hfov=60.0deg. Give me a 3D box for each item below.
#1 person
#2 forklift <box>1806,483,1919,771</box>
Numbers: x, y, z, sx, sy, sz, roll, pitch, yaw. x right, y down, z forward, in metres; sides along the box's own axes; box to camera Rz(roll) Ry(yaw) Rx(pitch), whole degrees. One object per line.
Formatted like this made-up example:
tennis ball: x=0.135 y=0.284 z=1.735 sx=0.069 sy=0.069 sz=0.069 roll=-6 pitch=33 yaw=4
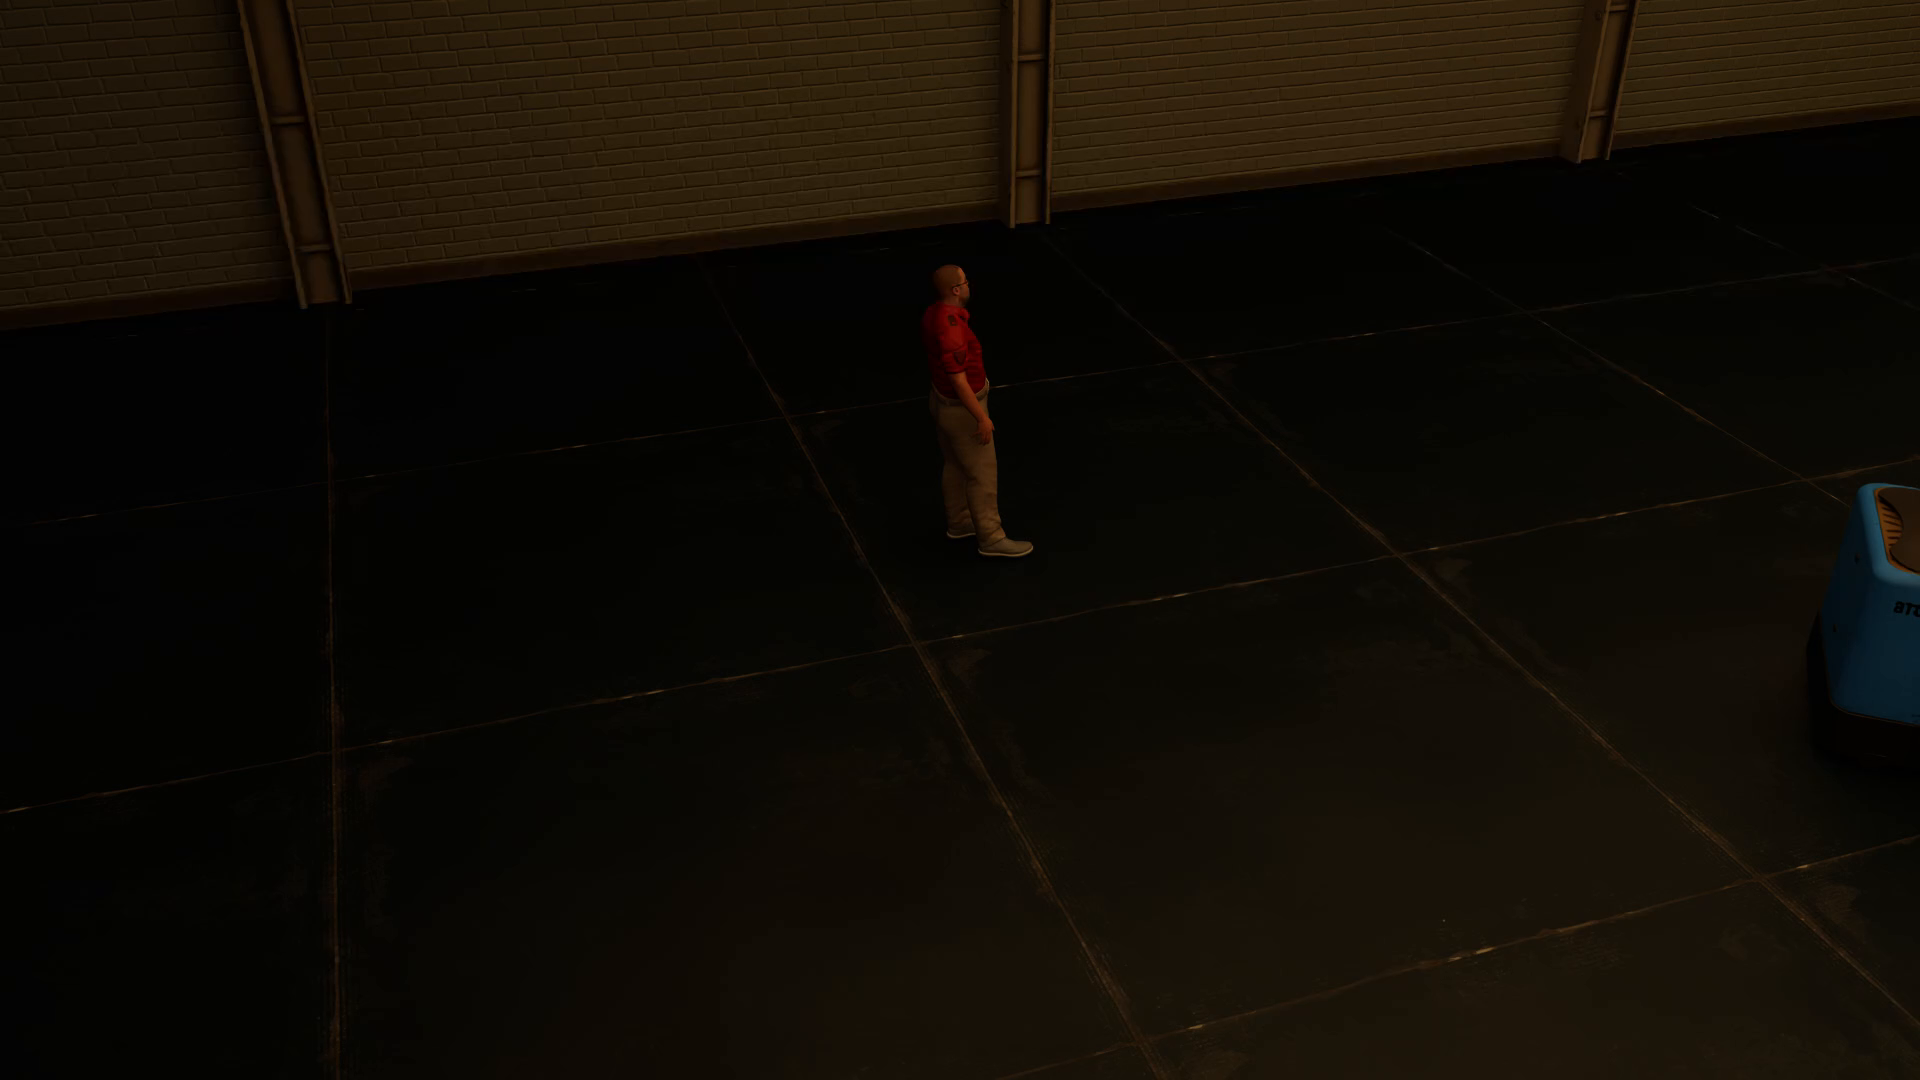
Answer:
person: x=0.089 y=-0.764 z=9.606 sx=0.551 sy=1.727 sz=0.640 roll=-10 pitch=31 yaw=-16
forklift: x=5.780 y=-0.160 z=7.365 sx=3.031 sy=2.935 sz=1.130 roll=11 pitch=32 yaw=18
